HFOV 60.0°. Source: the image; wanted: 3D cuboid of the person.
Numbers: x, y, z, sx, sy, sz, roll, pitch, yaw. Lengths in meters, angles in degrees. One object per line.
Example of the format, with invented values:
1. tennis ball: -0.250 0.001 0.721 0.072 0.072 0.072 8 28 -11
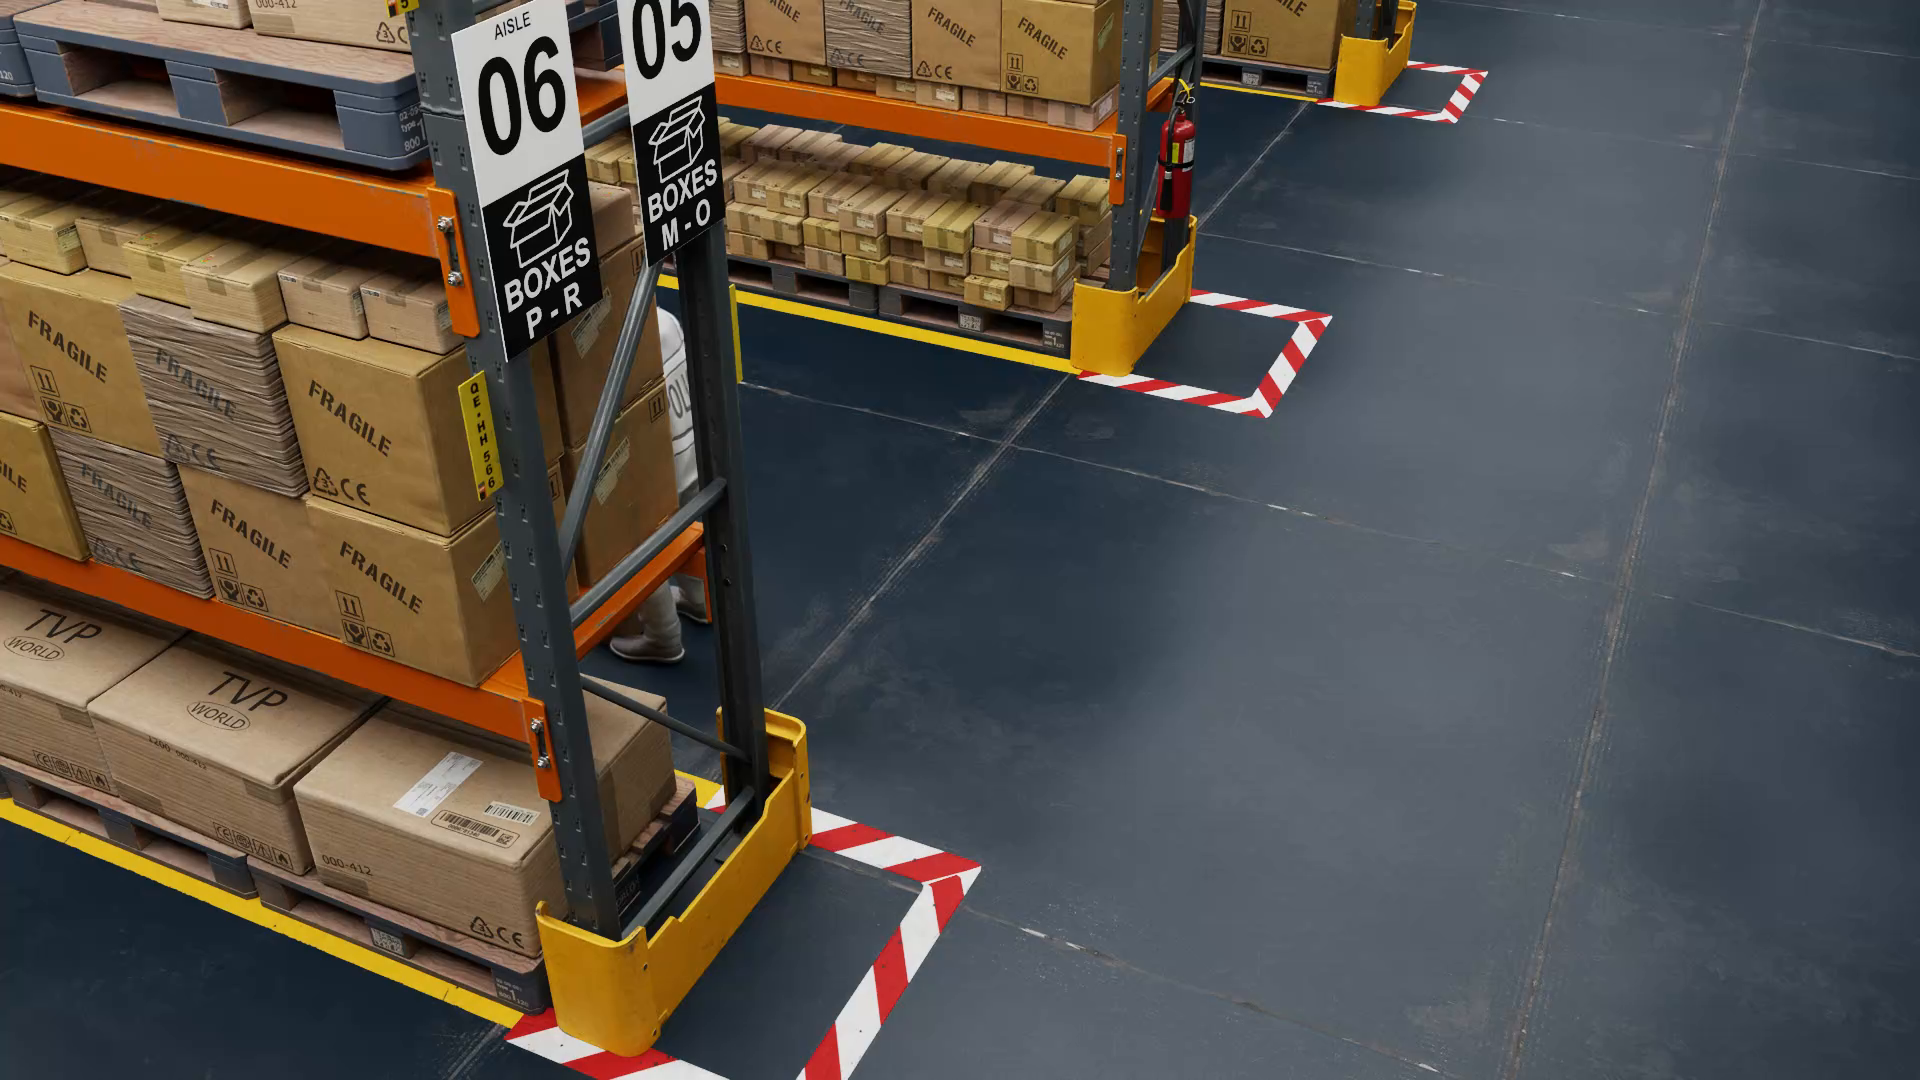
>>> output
1. person: -1.220 -0.305 6.593 0.433 1.750 0.608 12 35 18
